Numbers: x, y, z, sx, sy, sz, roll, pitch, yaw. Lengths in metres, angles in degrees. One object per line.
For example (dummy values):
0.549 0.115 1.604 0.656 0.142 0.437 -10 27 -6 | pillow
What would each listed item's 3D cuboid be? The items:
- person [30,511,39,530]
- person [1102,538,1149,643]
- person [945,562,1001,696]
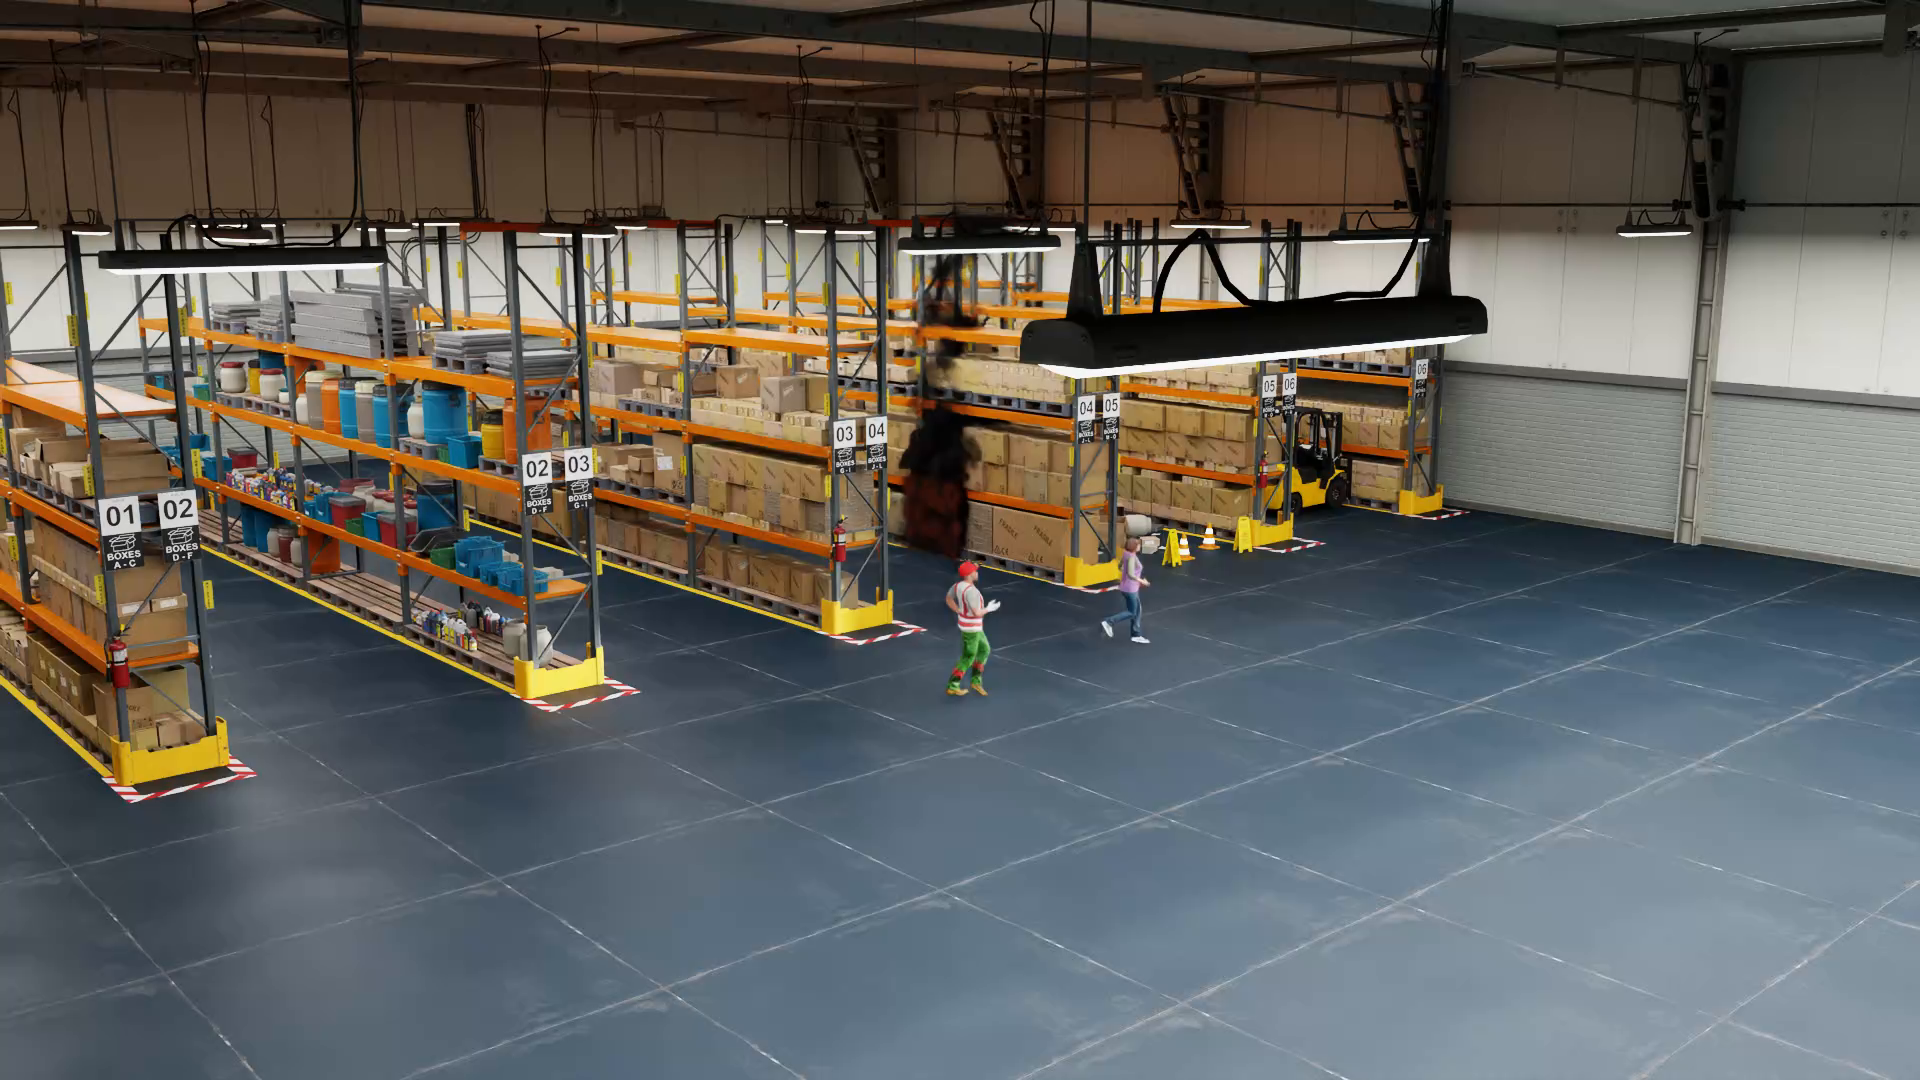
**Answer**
-16.944 -0.592 30.578 0.751 1.724 0.559 9 15 38 | person
2.416 0.744 24.278 0.741 1.592 0.545 -1 11 -6 | person
0.153 1.178 21.526 0.716 1.837 0.631 -2 12 -11 | person
